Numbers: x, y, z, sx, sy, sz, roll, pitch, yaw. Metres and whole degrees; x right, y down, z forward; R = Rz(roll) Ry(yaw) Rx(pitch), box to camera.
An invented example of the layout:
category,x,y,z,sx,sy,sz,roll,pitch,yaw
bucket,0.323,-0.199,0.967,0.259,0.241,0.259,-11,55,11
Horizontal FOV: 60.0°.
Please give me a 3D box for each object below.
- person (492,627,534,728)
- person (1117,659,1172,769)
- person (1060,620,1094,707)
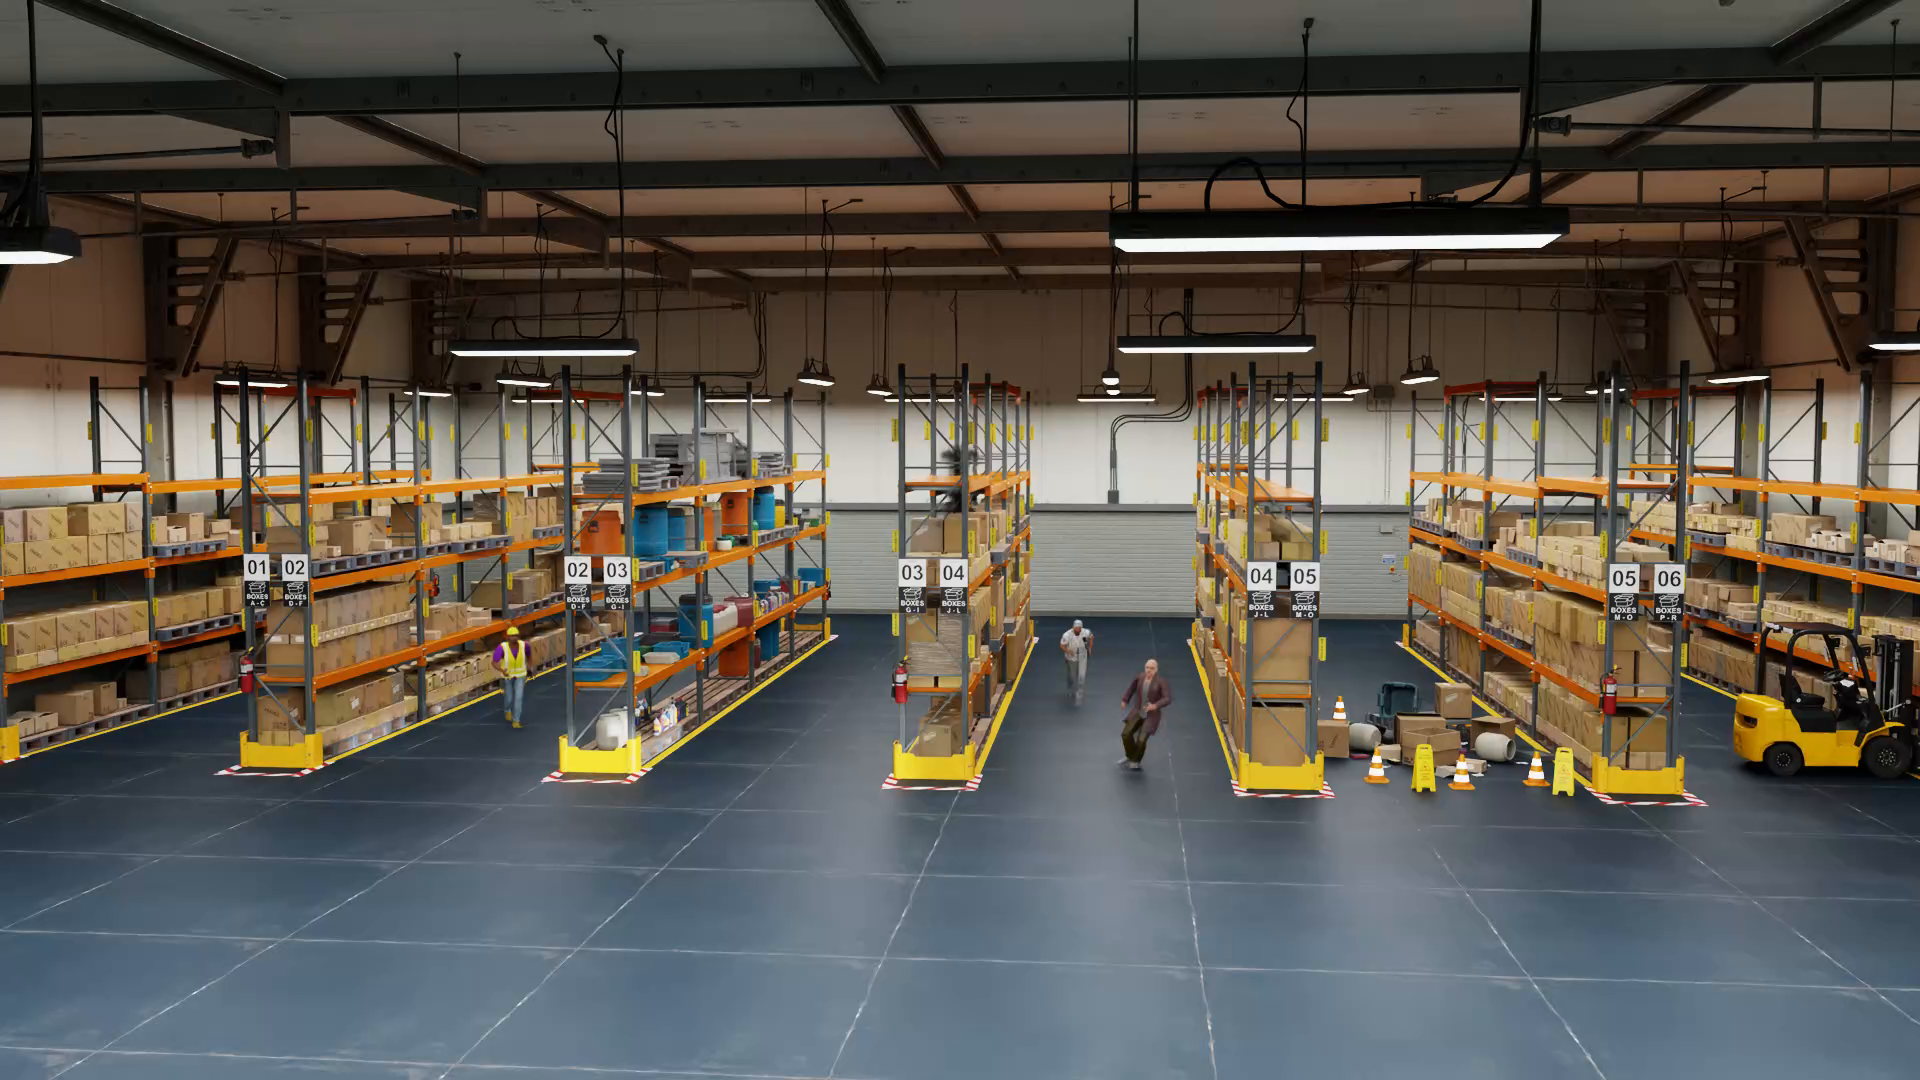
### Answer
category,x,y,z,sx,sy,sz,roll,pitch,yaw
person,-7.653,2.324,28.415,0.696,1.717,0.839,-1,4,-21
person,2.705,2.592,24.621,0.894,1.666,0.733,2,4,23
person,2.152,2.251,30.903,0.650,1.633,1.013,0,4,-7
